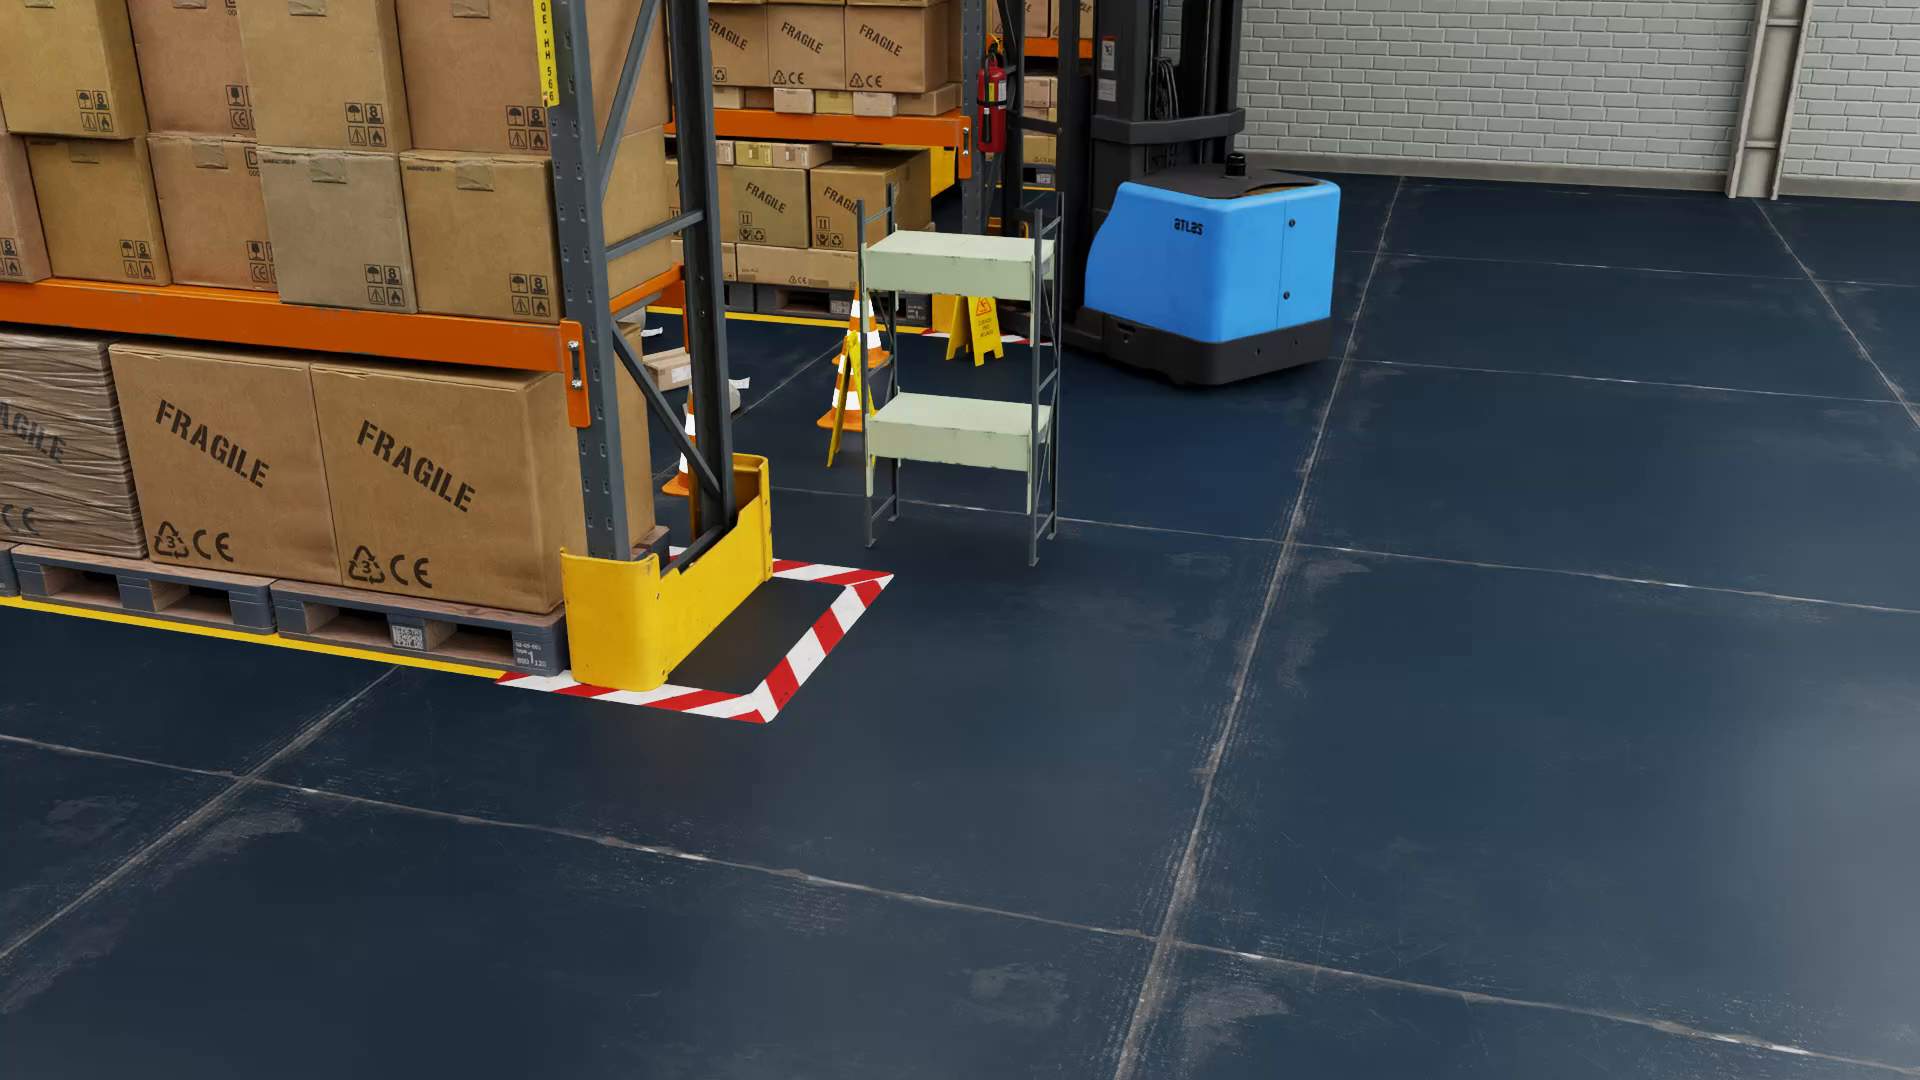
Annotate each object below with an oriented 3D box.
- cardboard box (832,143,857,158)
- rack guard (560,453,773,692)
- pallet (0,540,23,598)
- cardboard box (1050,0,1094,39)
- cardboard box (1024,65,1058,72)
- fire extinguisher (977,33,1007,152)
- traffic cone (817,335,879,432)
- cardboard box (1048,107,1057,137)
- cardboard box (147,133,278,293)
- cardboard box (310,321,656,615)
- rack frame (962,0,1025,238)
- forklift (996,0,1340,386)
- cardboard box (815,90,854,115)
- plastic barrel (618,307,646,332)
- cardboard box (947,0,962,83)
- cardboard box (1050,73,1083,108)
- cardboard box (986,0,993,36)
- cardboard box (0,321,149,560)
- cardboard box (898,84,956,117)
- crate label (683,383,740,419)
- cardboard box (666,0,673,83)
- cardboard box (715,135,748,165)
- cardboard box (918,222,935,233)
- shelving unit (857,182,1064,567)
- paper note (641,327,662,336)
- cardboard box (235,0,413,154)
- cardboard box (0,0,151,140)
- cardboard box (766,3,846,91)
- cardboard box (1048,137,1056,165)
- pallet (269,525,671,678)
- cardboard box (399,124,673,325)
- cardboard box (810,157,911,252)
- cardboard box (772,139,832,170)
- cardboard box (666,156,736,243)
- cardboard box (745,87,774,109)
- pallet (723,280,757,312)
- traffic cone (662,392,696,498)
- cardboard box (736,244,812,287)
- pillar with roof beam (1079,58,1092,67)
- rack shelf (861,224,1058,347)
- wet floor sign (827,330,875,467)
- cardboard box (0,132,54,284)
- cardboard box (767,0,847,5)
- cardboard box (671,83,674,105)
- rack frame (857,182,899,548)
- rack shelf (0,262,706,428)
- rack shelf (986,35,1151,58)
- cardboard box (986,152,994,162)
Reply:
[{"bbox_3d":[-1.003,-2.397,11.243,0.500,0.500,0.500,6,23,14],"label":"cardboard box"},{"bbox_3d":[-1.096,0.088,6.398,0.348,0.500,1.175,7,23,16],"label":"rack guard"},{"bbox_3d":[-4.243,-0.108,7.256,1.213,0.211,1.003,7,23,15],"label":"pallet"},{"bbox_3d":[1.098,-4.690,14.619,0.500,0.500,0.500,6,23,14],"label":"cardboard box"},{"bbox_3d":[0.760,-4.245,15.418,0.500,0.250,0.500,7,23,16],"label":"cardboard box"},{"bbox_3d":[0.191,-2.665,9.917,0.183,0.674,0.296,7,23,16],"label":"fire extinguisher"},{"bbox_3d":[-0.565,-0.845,8.721,0.334,0.463,0.336,7,23,16],"label":"traffic cone"},{"bbox_3d":[1.088,-3.778,14.939,0.500,0.250,0.500,6,23,15],"label":"cardboard box"},{"bbox_3d":[-2.520,-1.325,6.349,0.550,0.550,0.875,7,23,16],"label":"cardboard box"},{"bbox_3d":[-1.787,-0.333,6.376,0.875,0.875,0.875,7,23,16],"label":"cardboard box"},{"bbox_3d":[0.215,-2.881,10.341,0.127,3.000,1.000,7,23,16],"label":"rack frame"},{"bbox_3d":[0.865,-2.702,9.995,1.130,2.935,3.031,-16,27,-34],"label":"forklift"},{"bbox_3d":[-0.719,-2.752,10.357,0.250,0.149,0.380,6,23,15],"label":"cardboard box"},{"bbox_3d":[-2.200,-1.366,10.041,0.512,0.421,0.421,-14,26,-30],"label":"plastic barrel"},{"bbox_3d":[-0.159,-3.218,10.638,0.500,0.500,0.500,6,23,15],"label":"cardboard box"},{"bbox_3d":[1.114,-4.007,14.838,0.500,0.250,0.500,7,23,17],"label":"cardboard box"},{"bbox_3d":[0.113,-4.806,14.902,0.500,0.500,0.500,6,23,14],"label":"cardboard box"},{"bbox_3d":[-3.502,-0.530,6.855,0.875,0.875,0.875,7,23,16],"label":"cardboard box"},{"bbox_3d":[-0.205,-2.728,10.300,0.250,0.149,0.380,7,23,17],"label":"cardboard box"},{"bbox_3d":[-1.335,-0.758,8.938,0.298,0.136,0.250,-5,23,-12],"label":"crate label"},{"bbox_3d":[-1.820,-3.200,10.594,0.500,0.500,0.500,7,23,16],"label":"cardboard box"},{"bbox_3d":[-1.490,-2.518,10.682,0.250,0.149,0.380,8,23,18],"label":"cardboard box"},{"bbox_3d":[-0.478,-1.992,11.244,0.500,0.250,0.500,6,23,15],"label":"cardboard box"},{"bbox_3d":[0.006,-0.693,6.984,0.755,1.500,0.431,7,23,16],"label":"shelving unit"},{"bbox_3d":[-1.942,-1.305,10.410,0.148,0.019,0.142,-1,22,-3],"label":"paper note"},{"bbox_3d":[-2.016,-1.722,5.895,0.550,0.550,0.875,7,23,16],"label":"cardboard box"},{"bbox_3d":[-3.058,-1.844,6.192,0.500,0.550,0.875,7,23,16],"label":"cardboard box"},{"bbox_3d":[-0.863,-3.081,10.305,0.500,0.500,0.500,7,23,16],"label":"cardboard box"},{"bbox_3d":[1.104,-3.544,15.027,0.500,0.250,0.500,7,23,16],"label":"cardboard box"},{"bbox_3d":[-1.907,0.159,6.604,1.213,0.211,1.003,7,23,15],"label":"pallet"},{"bbox_3d":[-1.487,-1.165,5.961,0.550,0.550,0.875,7,23,16],"label":"cardboard box"},{"bbox_3d":[-0.628,-2.143,10.624,0.500,0.500,0.500,7,23,16],"label":"cardboard box"},{"bbox_3d":[-0.999,-2.459,10.540,0.250,0.149,0.380,7,23,17],"label":"cardboard box"},{"bbox_3d":[-1.610,-2.257,10.902,0.500,0.500,0.500,6,23,14],"label":"cardboard box"},{"bbox_3d":[-1.179,-2.848,10.591,0.250,0.149,0.380,7,23,16],"label":"cardboard box"},{"bbox_3d":[-1.790,-1.836,11.467,1.213,0.211,1.003,7,23,16],"label":"pallet"},{"bbox_3d":[-1.217,-0.472,7.811,0.334,0.463,0.336,7,23,16],"label":"traffic cone"},{"bbox_3d":[-1.131,-1.854,10.907,0.500,0.250,0.500,7,23,16],"label":"cardboard box"},{"bbox_3d":[-0.005,-6.300,10.772,0.400,9.000,9.100,7,23,16],"label":"pillar with roof beam"},{"bbox_3d":[0.006,-1.054,6.836,0.720,0.370,0.431,7,23,16],"label":"rack shelf"},{"bbox_3d":[-0.519,-0.699,8.123,0.232,0.644,0.267,3,22,6],"label":"wet floor sign"},{"bbox_3d":[-3.575,-1.389,6.507,0.550,0.550,0.875,7,23,16],"label":"cardboard box"},{"bbox_3d":[-0.820,-3.563,10.161,0.500,0.500,0.700,7,23,16],"label":"cardboard box"},{"bbox_3d":[-1.663,-2.903,10.725,0.250,0.149,0.380,7,23,16],"label":"cardboard box"},{"bbox_3d":[-0.344,-0.733,7.081,0.023,1.500,0.400,7,23,16],"label":"rack frame"},{"bbox_3d":[-3.033,-0.958,6.601,4.000,0.370,1.077,7,23,16],"label":"rack shelf"},{"bbox_3d":[-0.270,-4.571,15.410,4.000,0.370,1.077,7,23,16],"label":"rack shelf"},{"bbox_3d":[0.154,-3.660,15.310,0.500,0.250,0.500,7,23,16],"label":"cardboard box"}]
